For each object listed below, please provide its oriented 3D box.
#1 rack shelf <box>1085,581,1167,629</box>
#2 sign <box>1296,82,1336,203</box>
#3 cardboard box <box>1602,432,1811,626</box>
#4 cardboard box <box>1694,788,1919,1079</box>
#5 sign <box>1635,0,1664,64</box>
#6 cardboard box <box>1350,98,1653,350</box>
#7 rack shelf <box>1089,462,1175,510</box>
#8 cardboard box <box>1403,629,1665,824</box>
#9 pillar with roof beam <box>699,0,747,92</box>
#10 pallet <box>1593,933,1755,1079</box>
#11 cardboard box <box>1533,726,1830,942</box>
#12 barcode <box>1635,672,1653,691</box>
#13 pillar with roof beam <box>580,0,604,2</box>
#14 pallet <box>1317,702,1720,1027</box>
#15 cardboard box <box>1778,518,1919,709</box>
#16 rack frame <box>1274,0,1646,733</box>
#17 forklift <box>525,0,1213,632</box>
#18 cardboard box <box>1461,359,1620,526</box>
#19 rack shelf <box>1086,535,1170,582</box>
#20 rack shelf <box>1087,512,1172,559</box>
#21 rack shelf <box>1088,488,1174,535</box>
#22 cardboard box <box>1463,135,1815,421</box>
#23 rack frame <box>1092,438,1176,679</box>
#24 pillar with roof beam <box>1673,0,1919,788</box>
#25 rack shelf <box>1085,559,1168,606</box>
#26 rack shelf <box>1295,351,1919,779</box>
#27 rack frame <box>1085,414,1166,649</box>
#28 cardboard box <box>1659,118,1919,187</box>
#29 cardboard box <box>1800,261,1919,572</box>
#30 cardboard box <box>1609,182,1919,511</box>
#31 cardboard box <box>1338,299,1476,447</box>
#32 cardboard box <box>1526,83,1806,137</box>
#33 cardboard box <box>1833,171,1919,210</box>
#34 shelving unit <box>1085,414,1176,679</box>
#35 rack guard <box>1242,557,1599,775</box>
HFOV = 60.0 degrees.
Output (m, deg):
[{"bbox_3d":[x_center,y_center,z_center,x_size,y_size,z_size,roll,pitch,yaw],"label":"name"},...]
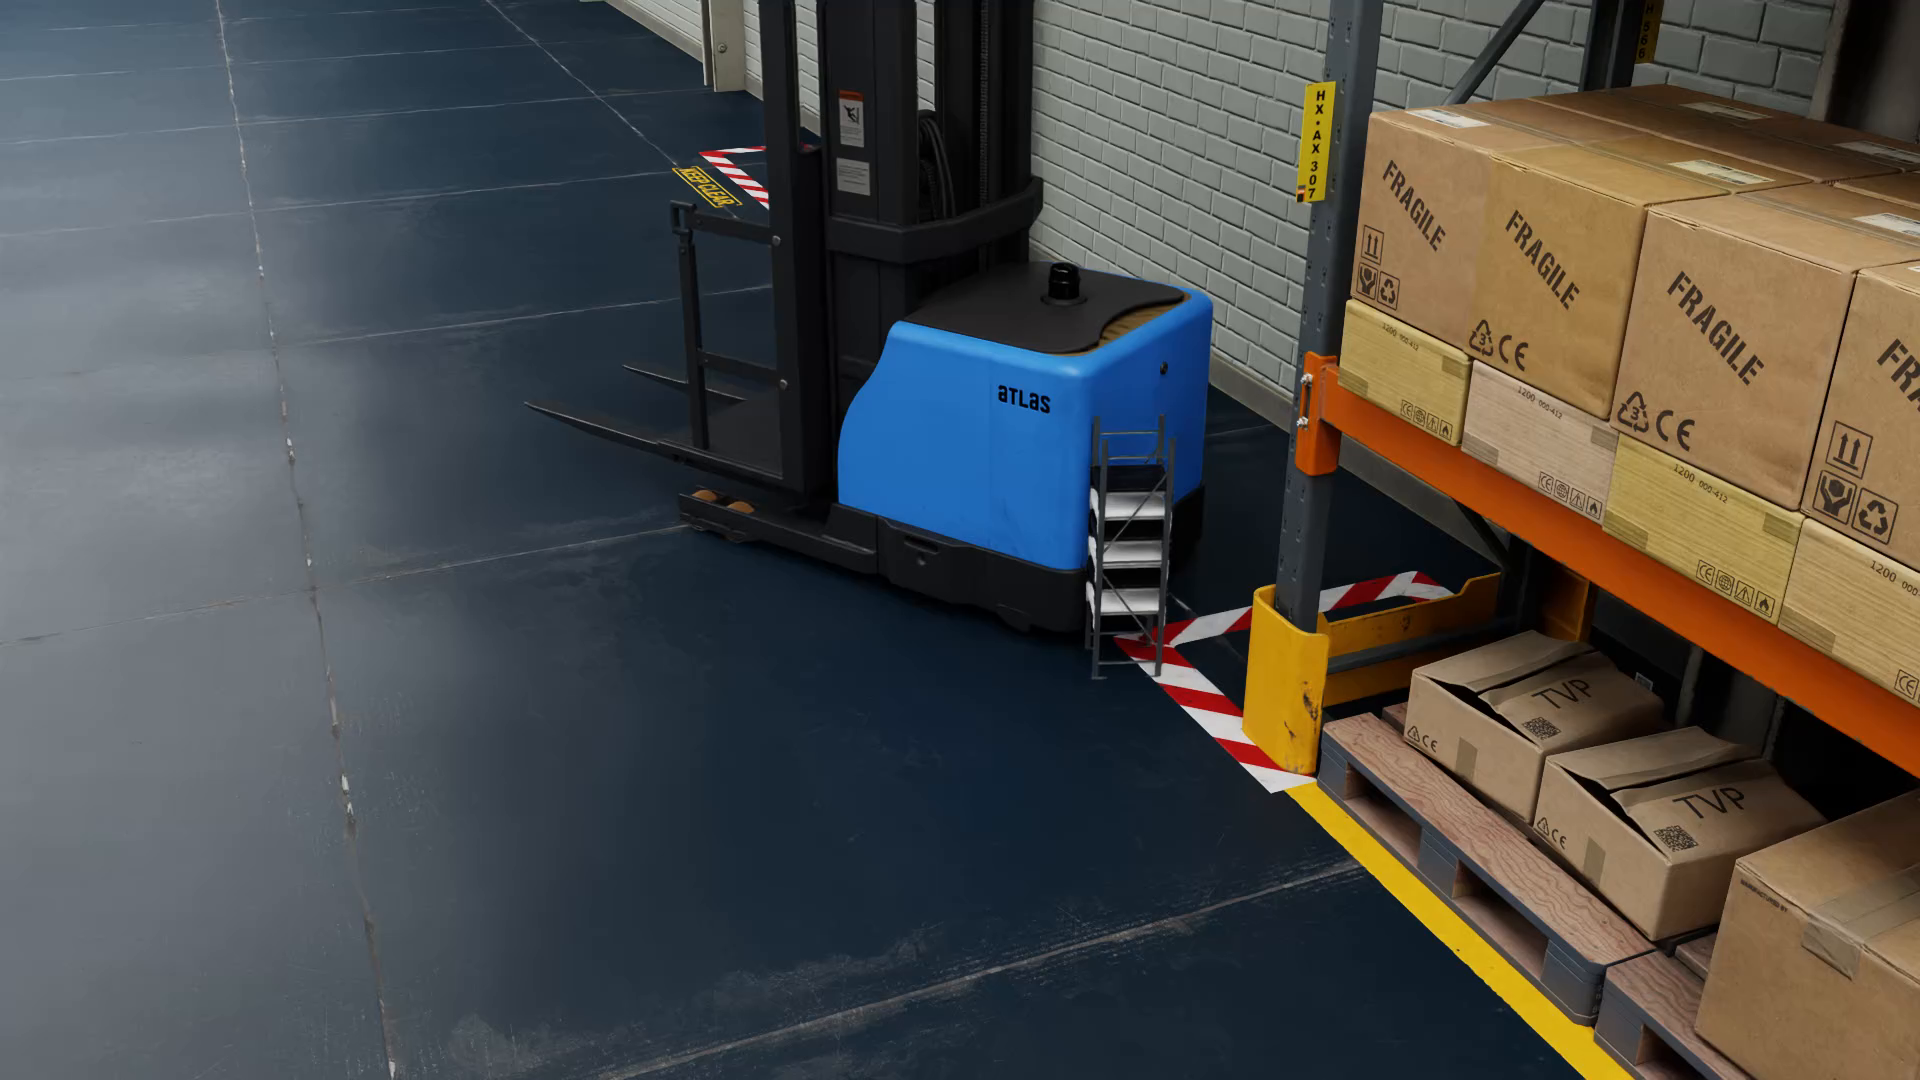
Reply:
[{"bbox_3d":[0.572,0.221,5.754,0.258,0.077,0.200,-1,27,-3],"label":"rack shelf"},{"bbox_3d":[0.984,-1.096,4.589,0.100,0.325,0.005,-11,28,-21],"label":"sign"},{"bbox_3d":[1.793,-0.076,3.636,0.500,0.250,0.500,-11,28,-21],"label":"cardboard box"},{"bbox_3d":[2.136,0.955,3.723,0.700,0.500,0.500,-12,29,-24],"label":"cardboard box"},{"bbox_3d":[2.002,-1.550,4.825,0.100,0.325,0.005,-11,28,-21],"label":"sign"},{"bbox_3d":[1.394,-0.834,4.333,0.500,0.500,0.500,-11,28,-21],"label":"cardboard box"},{"bbox_3d":[0.572,-0.181,5.551,0.258,0.077,0.200,-1,27,-3],"label":"rack shelf"},{"bbox_3d":[1.671,0.505,4.860,0.500,0.311,0.500,-14,29,-26],"label":"cardboard box"},{"bbox_3d":[-6.107,-7.467,11.786,9.100,9.000,0.400,-11,28,-21],"label":"pillar with roof beam"},{"bbox_3d":[2.272,1.309,3.828,1.003,0.211,1.213,-11,28,-21],"label":"pallet"},{"bbox_3d":[1.895,0.735,4.388,0.500,0.311,0.500,-8,27,-16],"label":"cardboard box"},{"bbox_3d":[2.046,0.440,4.983,0.001,0.075,0.075,-11,28,-21],"label":"barcode"},{"bbox_3d":[-8.457,-9.889,16.747,9.100,9.000,0.400,-11,28,-21],"label":"pillar with roof beam"},{"bbox_3d":[1.799,0.818,4.835,1.003,0.211,1.213,-11,28,-21],"label":"pallet"},{"bbox_3d":[1.989,0.128,3.217,0.500,0.250,0.500,-10,28,-20],"label":"cardboard box"},{"bbox_3d":[1.483,-0.800,4.970,1.000,3.000,0.127,-11,28,-21],"label":"rack frame"},{"bbox_3d":[-0.540,-1.476,6.432,3.031,2.935,1.130,17,31,31],"label":"forklift"},{"bbox_3d":[1.599,-0.283,4.059,0.500,0.250,0.500,-11,28,-22],"label":"cardboard box"},{"bbox_3d":[0.572,0.060,5.673,0.258,0.077,0.200,-1,27,-3],"label":"rack shelf"},{"bbox_3d":[0.572,-0.020,5.633,0.258,0.077,0.200,-1,27,-3],"label":"rack shelf"},{"bbox_3d":[0.572,-0.100,5.592,0.258,0.077,0.200,-1,27,-3],"label":"rack shelf"},{"bbox_3d":[1.578,-0.633,3.921,0.500,0.500,0.500,-10,28,-20],"label":"cardboard box"},{"bbox_3d":[0.577,0.076,5.568,0.240,0.900,0.006,-1,27,-3],"label":"rack frame"},{"bbox_3d":[-1.408,-2.622,1.864,9.100,9.000,0.400,-11,28,-21],"label":"pillar with roof beam"},{"bbox_3d":[0.572,0.141,5.714,0.258,0.077,0.200,-1,27,-3],"label":"rack shelf"},{"bbox_3d":[2.266,0.331,3.474,1.077,0.370,4.000,-11,28,-21],"label":"rack shelf"},{"bbox_3d":[0.566,-0.015,5.749,0.240,0.900,0.006,-1,27,-3],"label":"rack frame"},{"bbox_3d":[2.051,-0.720,4.099,0.500,0.500,0.500,-10,28,-20],"label":"cardboard box"},{"bbox_3d":[1.988,-0.217,3.069,0.500,0.500,0.500,-10,28,-19],"label":"cardboard box"},{"bbox_3d":[1.775,-0.423,3.492,0.500,0.500,0.500,-12,28,-22],"label":"cardboard box"},{"bbox_3d":[1.382,-0.490,4.483,0.500,0.250,0.500,-11,28,-22],"label":"cardboard box"},{"bbox_3d":[1.863,-0.925,4.519,0.500,0.500,0.500,-11,28,-21],"label":"cardboard box"},{"bbox_3d":[2.258,-0.512,3.673,0.500,0.500,0.500,-11,28,-22],"label":"cardboard box"},{"bbox_3d":[0.572,0.031,5.658,0.258,0.900,0.210,-1,27,-3],"label":"shelving unit"},{"bbox_3d":[1.513,0.354,5.456,1.175,0.500,0.348,-11,28,-21],"label":"rack guard"}]
